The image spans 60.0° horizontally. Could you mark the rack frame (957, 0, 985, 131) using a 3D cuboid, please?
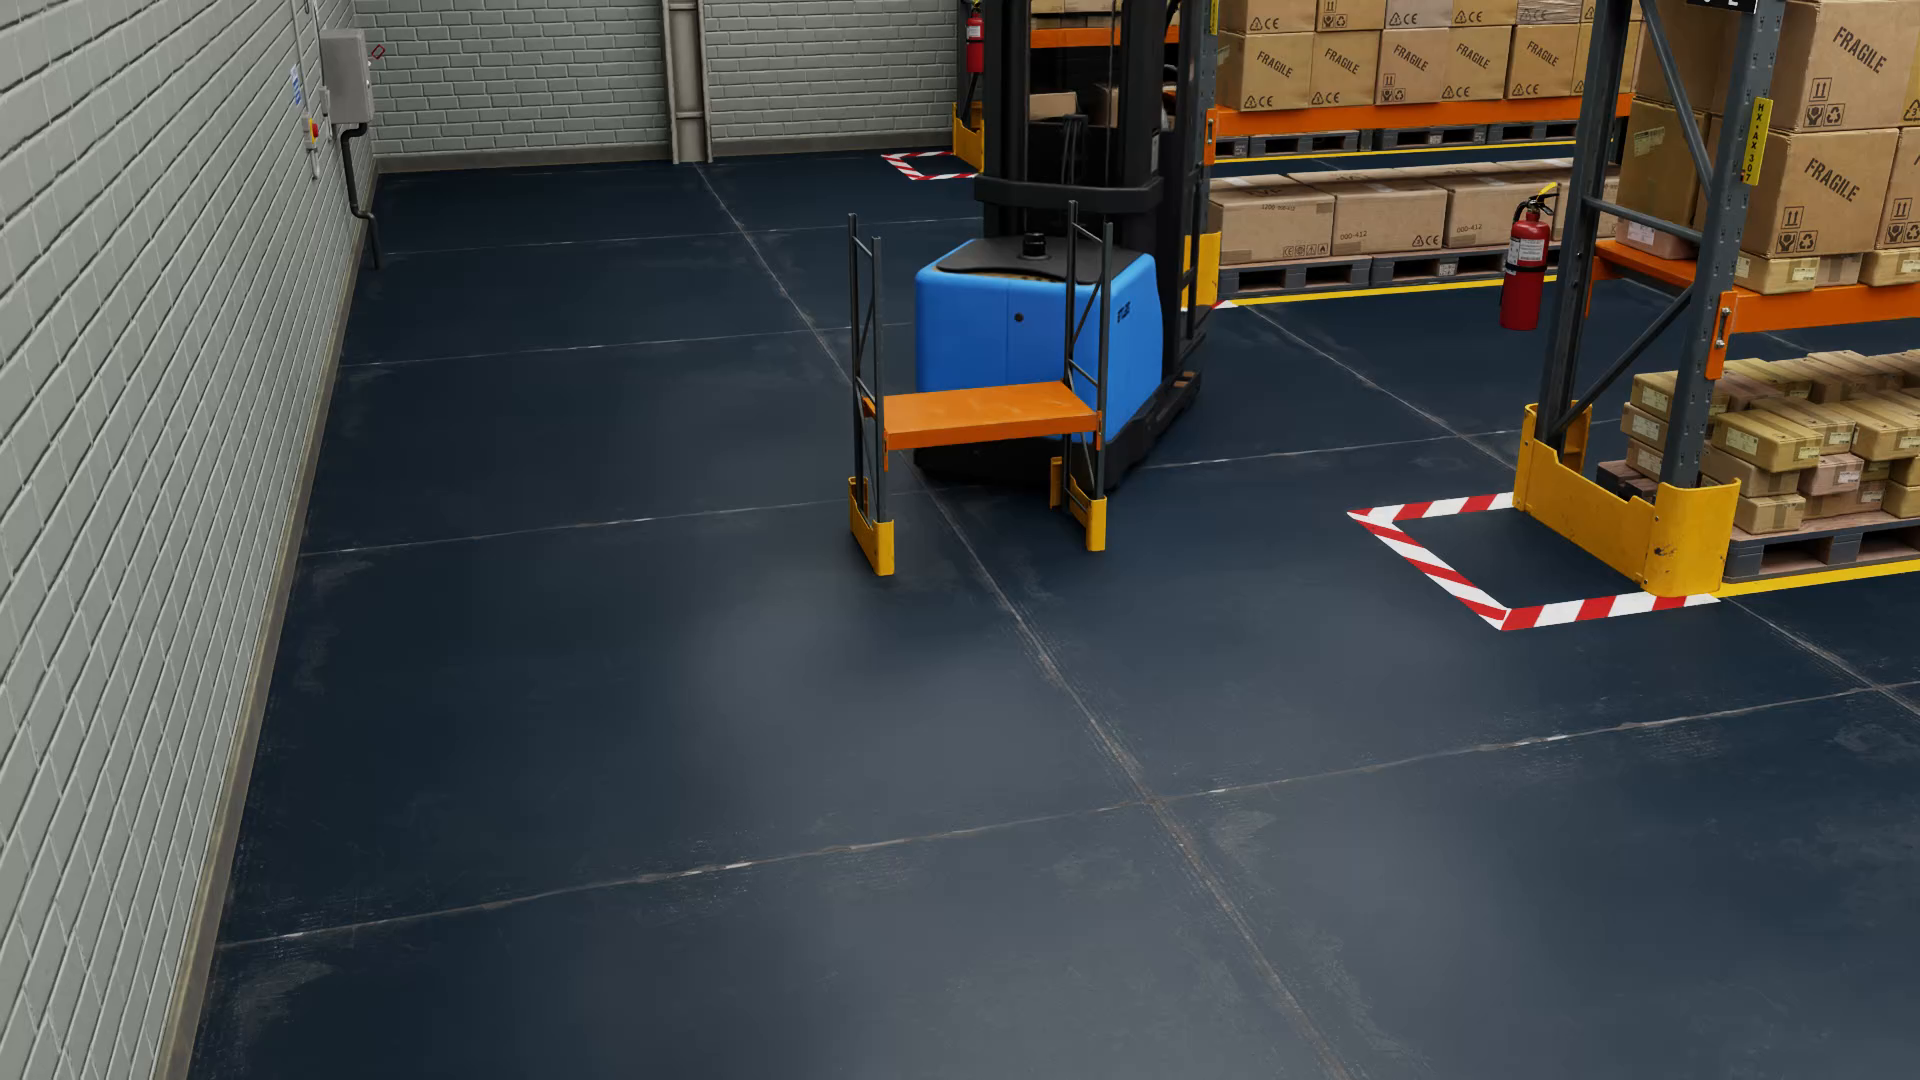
[{"bbox_3d":[0.161,-5.107,15.848,0.127,3.000,1.000,-6,24,-14],"label":"rack frame"}]

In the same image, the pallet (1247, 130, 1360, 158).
[{"bbox_3d":[3.351,-4.179,17.221,1.213,0.211,1.003,-6,24,-14],"label":"pallet"}]

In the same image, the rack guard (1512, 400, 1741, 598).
[{"bbox_3d":[3.013,-0.214,7.614,0.348,0.500,1.175,-6,24,-14],"label":"rack guard"}]

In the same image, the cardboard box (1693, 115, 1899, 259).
[{"bbox_3d":[3.447,-1.480,6.891,0.500,0.500,0.500,-5,24,-12],"label":"cardboard box"}]

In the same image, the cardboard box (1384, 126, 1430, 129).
[{"bbox_3d":[4.539,-4.543,17.172,0.500,0.500,0.500,-5,24,-12],"label":"cardboard box"}]

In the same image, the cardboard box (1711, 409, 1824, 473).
[{"bbox_3d":[3.537,-0.437,7.294,0.250,0.149,0.380,-7,24,-17],"label":"cardboard box"}]

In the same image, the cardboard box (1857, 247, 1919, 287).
[{"bbox_3d":[3.848,-1.200,7.061,0.250,0.149,0.380,-7,24,-16],"label":"cardboard box"}]

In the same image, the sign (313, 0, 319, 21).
[{"bbox_3d":[-4.528,-3.763,11.668,0.001,0.242,0.339,-6,24,-14],"label":"sign"}]

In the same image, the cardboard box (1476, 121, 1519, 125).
[{"bbox_3d":[5.531,-4.655,17.433,0.500,0.500,0.500,-7,24,-16],"label":"cardboard box"}]

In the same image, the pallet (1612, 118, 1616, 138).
[{"bbox_3d":[7.135,-4.612,18.232,1.213,0.211,1.003,-6,24,-14],"label":"pallet"}]

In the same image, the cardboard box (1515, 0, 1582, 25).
[{"bbox_3d":[3.999,-3.890,11.618,0.500,0.500,0.500,-6,24,-14],"label":"cardboard box"}]

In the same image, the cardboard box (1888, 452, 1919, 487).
[{"bbox_3d":[4.281,-0.386,7.550,0.250,0.149,0.380,-6,24,-13],"label":"cardboard box"}]

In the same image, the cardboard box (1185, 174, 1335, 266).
[{"bbox_3d":[2.114,-2.347,12.132,0.875,0.438,0.875,-7,24,-16],"label":"cardboard box"}]

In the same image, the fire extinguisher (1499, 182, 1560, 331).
[{"bbox_3d":[2.573,-1.296,7.537,0.183,0.674,0.296,-6,24,-14],"label":"fire extinguisher"}]

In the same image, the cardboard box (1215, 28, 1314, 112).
[{"bbox_3d":[2.046,-3.211,11.302,0.500,0.500,0.500,-7,24,-15],"label":"cardboard box"}]

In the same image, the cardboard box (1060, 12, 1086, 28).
[{"bbox_3d":[1.028,-5.008,15.936,0.250,0.149,0.380,-7,24,-15],"label":"cardboard box"}]

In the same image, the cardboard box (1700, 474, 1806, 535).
[{"bbox_3d":[3.531,-0.171,7.428,0.250,0.149,0.380,-6,24,-13],"label":"cardboard box"}]

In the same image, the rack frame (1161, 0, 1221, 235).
[{"bbox_3d":[1.506,-3.223,11.457,0.127,3.000,1.000,-6,24,-14],"label":"rack frame"}]

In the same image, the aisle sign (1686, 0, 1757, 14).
[{"bbox_3d":[2.951,-2.427,6.306,0.004,0.787,0.394,-6,24,-14],"label":"aisle sign"}]

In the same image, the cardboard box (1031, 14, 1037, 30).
[{"bbox_3d":[0.552,-4.922,15.736,0.250,0.149,0.380,-6,24,-15],"label":"cardboard box"}]

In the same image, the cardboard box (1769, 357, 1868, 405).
[{"bbox_3d":[4.120,-0.747,8.016,0.250,0.149,0.380,-7,24,-16],"label":"cardboard box"}]

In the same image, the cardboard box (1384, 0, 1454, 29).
[{"bbox_3d":[3.034,-3.787,11.376,0.500,0.500,0.500,-6,24,-15],"label":"cardboard box"}]

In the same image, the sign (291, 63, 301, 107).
[{"bbox_3d":[-3.963,-2.713,9.925,0.001,0.218,0.327,-6,24,-14],"label":"sign"}]

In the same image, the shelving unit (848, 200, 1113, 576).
[{"bbox_3d":[0.073,-0.697,7.473,1.083,1.500,0.587,-6,24,-14],"label":"shelving unit"}]

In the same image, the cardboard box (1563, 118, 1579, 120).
[{"bbox_3d":[6.527,-4.771,17.701,0.500,0.500,0.500,-5,24,-12],"label":"cardboard box"}]

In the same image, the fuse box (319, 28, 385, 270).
[{"bbox_3d":[-4.344,-2.834,12.185,0.414,1.711,0.539,-6,24,-14],"label":"fuse box"}]

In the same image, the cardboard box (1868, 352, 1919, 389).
[{"bbox_3d":[4.648,-0.783,8.100,0.250,0.149,0.380,-7,24,-16],"label":"cardboard box"}]

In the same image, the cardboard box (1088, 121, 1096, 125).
[{"bbox_3d":[1.196,-4.049,16.466,0.250,0.149,0.380,-7,24,-16],"label":"cardboard box"}]

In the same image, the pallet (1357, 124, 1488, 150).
[{"bbox_3d":[4.786,-4.352,17.626,1.213,0.211,1.003,-6,24,-14],"label":"pallet"}]

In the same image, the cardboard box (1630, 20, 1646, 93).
[{"bbox_3d":[4.980,-3.548,12.089,0.500,0.500,0.500,-6,24,-14],"label":"cardboard box"}]

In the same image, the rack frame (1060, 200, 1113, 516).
[{"bbox_3d":[0.572,-0.752,7.602,0.032,1.500,0.500,-6,24,-14],"label":"rack frame"}]

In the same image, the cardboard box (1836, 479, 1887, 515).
[{"bbox_3d":[3.998,-0.259,7.633,0.250,0.149,0.380,-6,24,-14],"label":"cardboard box"}]

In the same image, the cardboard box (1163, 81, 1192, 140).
[{"bbox_3d":[2.146,-4.275,16.546,0.500,0.500,0.500,-6,24,-13],"label":"cardboard box"}]

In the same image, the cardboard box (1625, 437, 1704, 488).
[{"bbox_3d":[3.391,-0.372,7.897,0.250,0.149,0.380,-6,24,-13],"label":"cardboard box"}]

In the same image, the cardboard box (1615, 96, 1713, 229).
[{"bbox_3d":[3.303,-1.682,7.363,0.500,0.500,0.500,-6,24,-13],"label":"cardboard box"}]

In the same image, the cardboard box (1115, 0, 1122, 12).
[{"bbox_3d":[1.644,-5.230,15.947,0.500,0.250,0.500,-7,24,-15],"label":"cardboard box"}]

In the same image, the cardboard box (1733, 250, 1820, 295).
[{"bbox_3d":[3.341,-1.149,6.942,0.250,0.149,0.380,-7,24,-15],"label":"cardboard box"}]

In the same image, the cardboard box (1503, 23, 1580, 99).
[{"bbox_3d":[4.006,-3.432,11.818,0.500,0.500,0.500,-7,24,-15],"label":"cardboard box"}]

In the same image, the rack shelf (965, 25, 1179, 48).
[{"bbox_3d":[2.087,-4.989,16.486,4.000,0.370,1.077,-6,24,-14],"label":"rack shelf"}]

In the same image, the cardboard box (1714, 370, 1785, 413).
[{"bbox_3d":[3.639,-0.668,7.831,0.250,0.149,0.380,-6,24,-13],"label":"cardboard box"}]

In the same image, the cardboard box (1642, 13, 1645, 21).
[{"bbox_3d":[4.977,-3.999,11.871,0.500,0.500,0.500,-7,24,-15],"label":"cardboard box"}]

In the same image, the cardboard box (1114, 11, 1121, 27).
[{"bbox_3d":[1.542,-5.042,16.016,0.250,0.149,0.380,-6,24,-14],"label":"cardboard box"}]

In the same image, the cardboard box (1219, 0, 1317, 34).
[{"bbox_3d":[2.045,-3.671,11.107,0.500,0.500,0.500,-7,24,-16],"label":"cardboard box"}]

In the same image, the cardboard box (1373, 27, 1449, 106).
[{"bbox_3d":[3.020,-3.323,11.563,0.500,0.500,0.500,-6,24,-15],"label":"cardboard box"}]

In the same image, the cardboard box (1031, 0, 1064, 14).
[{"bbox_3d":[0.671,-5.121,15.693,0.500,0.250,0.500,-6,24,-14],"label":"cardboard box"}]

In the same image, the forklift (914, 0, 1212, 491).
[{"bbox_3d":[0.761,-2.139,9.017,1.130,2.935,3.031,8,25,19],"label":"forklift"}]

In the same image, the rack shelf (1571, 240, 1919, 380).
[{"bbox_3d":[4.866,-1.237,7.740,4.000,0.370,1.077,-6,24,-14],"label":"rack shelf"}]

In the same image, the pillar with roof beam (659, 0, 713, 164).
[{"bbox_3d":[-1.515,-6.284,10.984,0.400,9.000,9.100,-6,24,-14],"label":"pillar with roof beam"}]

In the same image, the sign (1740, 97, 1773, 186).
[{"bbox_3d":[3.087,-1.546,6.451,0.005,0.325,0.100,-6,24,-14],"label":"sign"}]

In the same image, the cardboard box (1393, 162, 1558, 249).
[{"bbox_3d":[3.862,-2.543,12.589,0.875,0.438,0.875,-7,24,-16],"label":"cardboard box"}]

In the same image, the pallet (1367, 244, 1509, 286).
[{"bbox_3d":[3.427,-2.185,12.574,1.213,0.211,1.003,-6,24,-14],"label":"pallet"}]

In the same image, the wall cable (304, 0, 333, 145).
[{"bbox_3d":[-4.311,-3.617,11.088,0.122,1.984,0.588,-6,24,-14],"label":"wall cable"}]

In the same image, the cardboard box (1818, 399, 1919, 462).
[{"bbox_3d":[4.047,-0.491,7.418,0.250,0.149,0.380,-6,24,-15],"label":"cardboard box"}]

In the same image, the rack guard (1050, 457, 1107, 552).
[{"bbox_3d":[0.553,-0.176,7.843,0.087,0.250,0.587,-6,24,-14],"label":"rack guard"}]

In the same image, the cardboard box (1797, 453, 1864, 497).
[{"bbox_3d":[3.793,-0.340,7.444,0.250,0.149,0.380,-6,24,-15],"label":"cardboard box"}]

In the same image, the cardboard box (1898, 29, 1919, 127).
[{"bbox_3d":[3.928,-2.000,6.834,0.500,0.500,0.500,-6,24,-13],"label":"cardboard box"}]

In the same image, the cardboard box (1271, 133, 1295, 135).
[{"bbox_3d":[3.212,-4.261,16.810,0.258,0.266,0.396,-5,24,-12],"label":"cardboard box"}]

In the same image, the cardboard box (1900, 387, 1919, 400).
[{"bbox_3d":[4.533,-0.574,7.613,0.250,0.149,0.380,-5,24,-12],"label":"cardboard box"}]
